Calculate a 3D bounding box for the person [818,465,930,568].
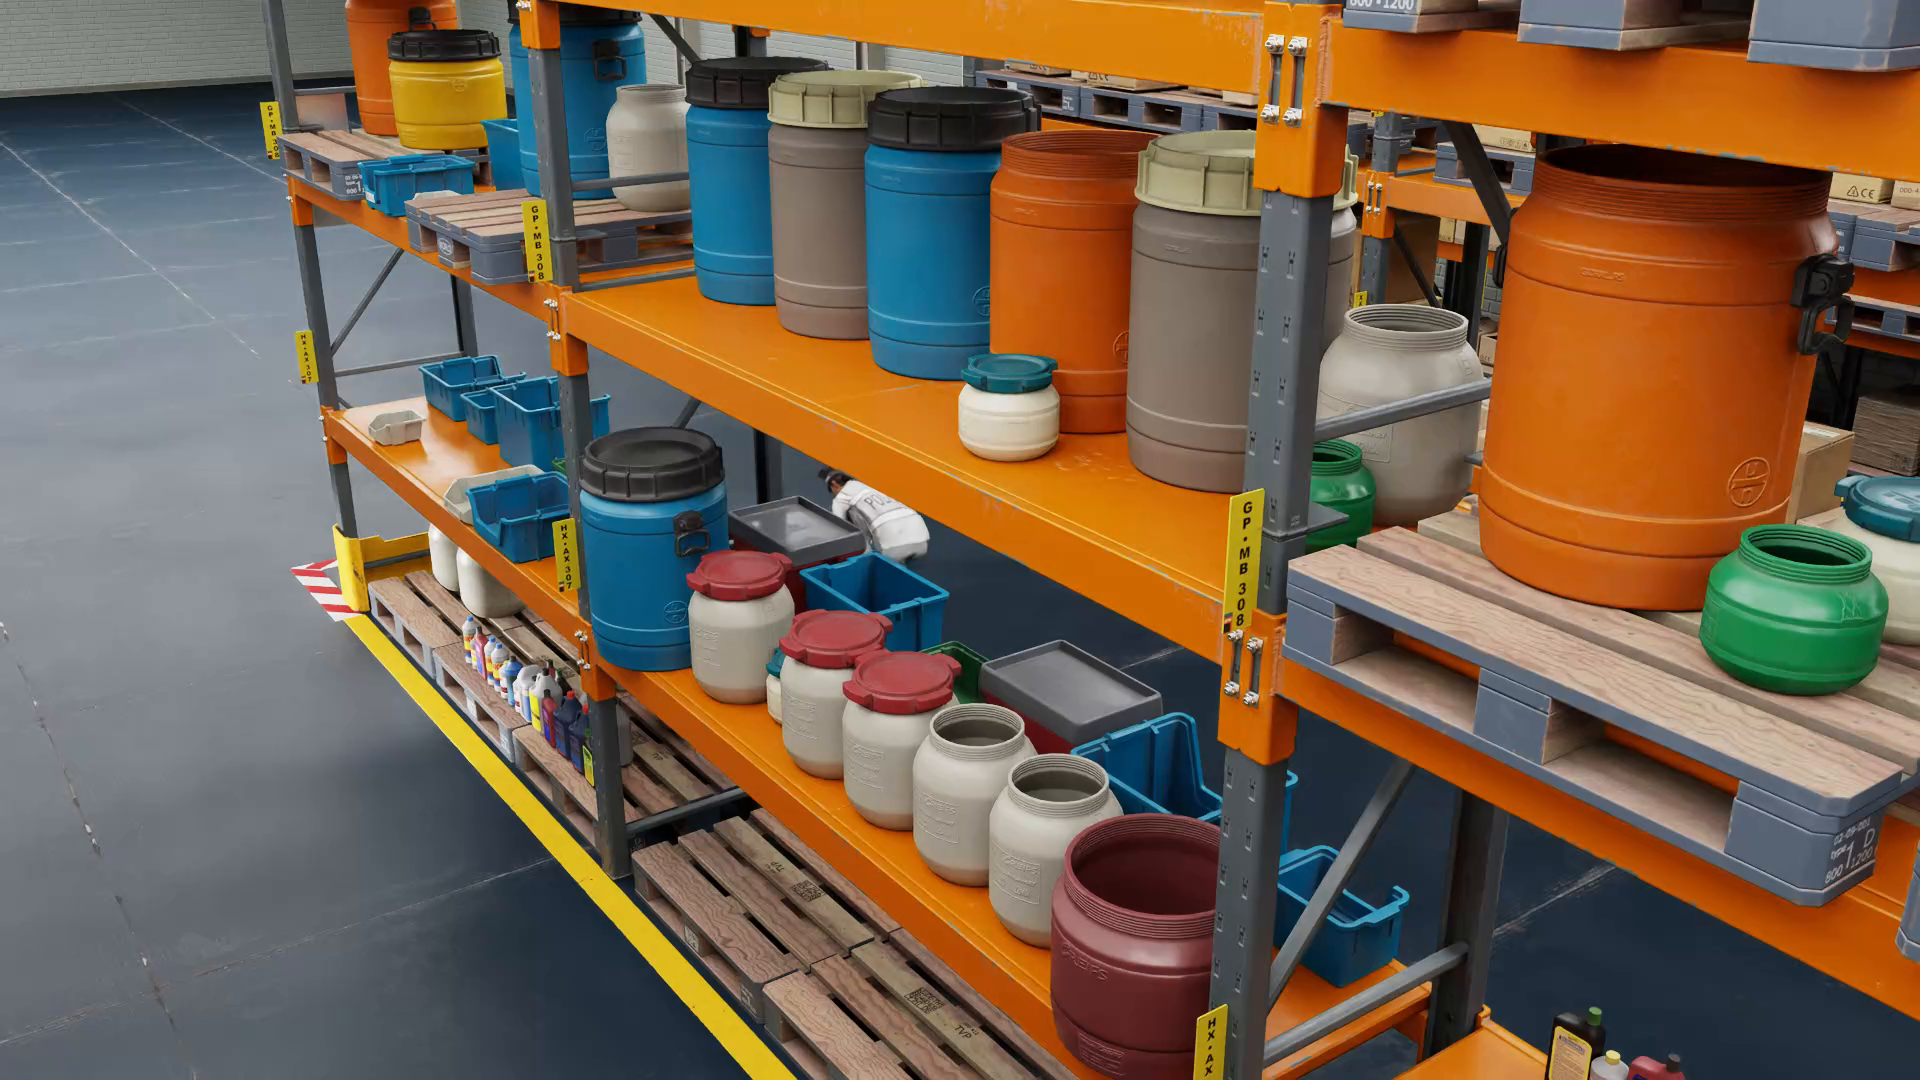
[{"bbox_3d":[-0.557,0.005,10.513,0.457,0.983,0.882,-16,26,-34],"label":"person"}]
